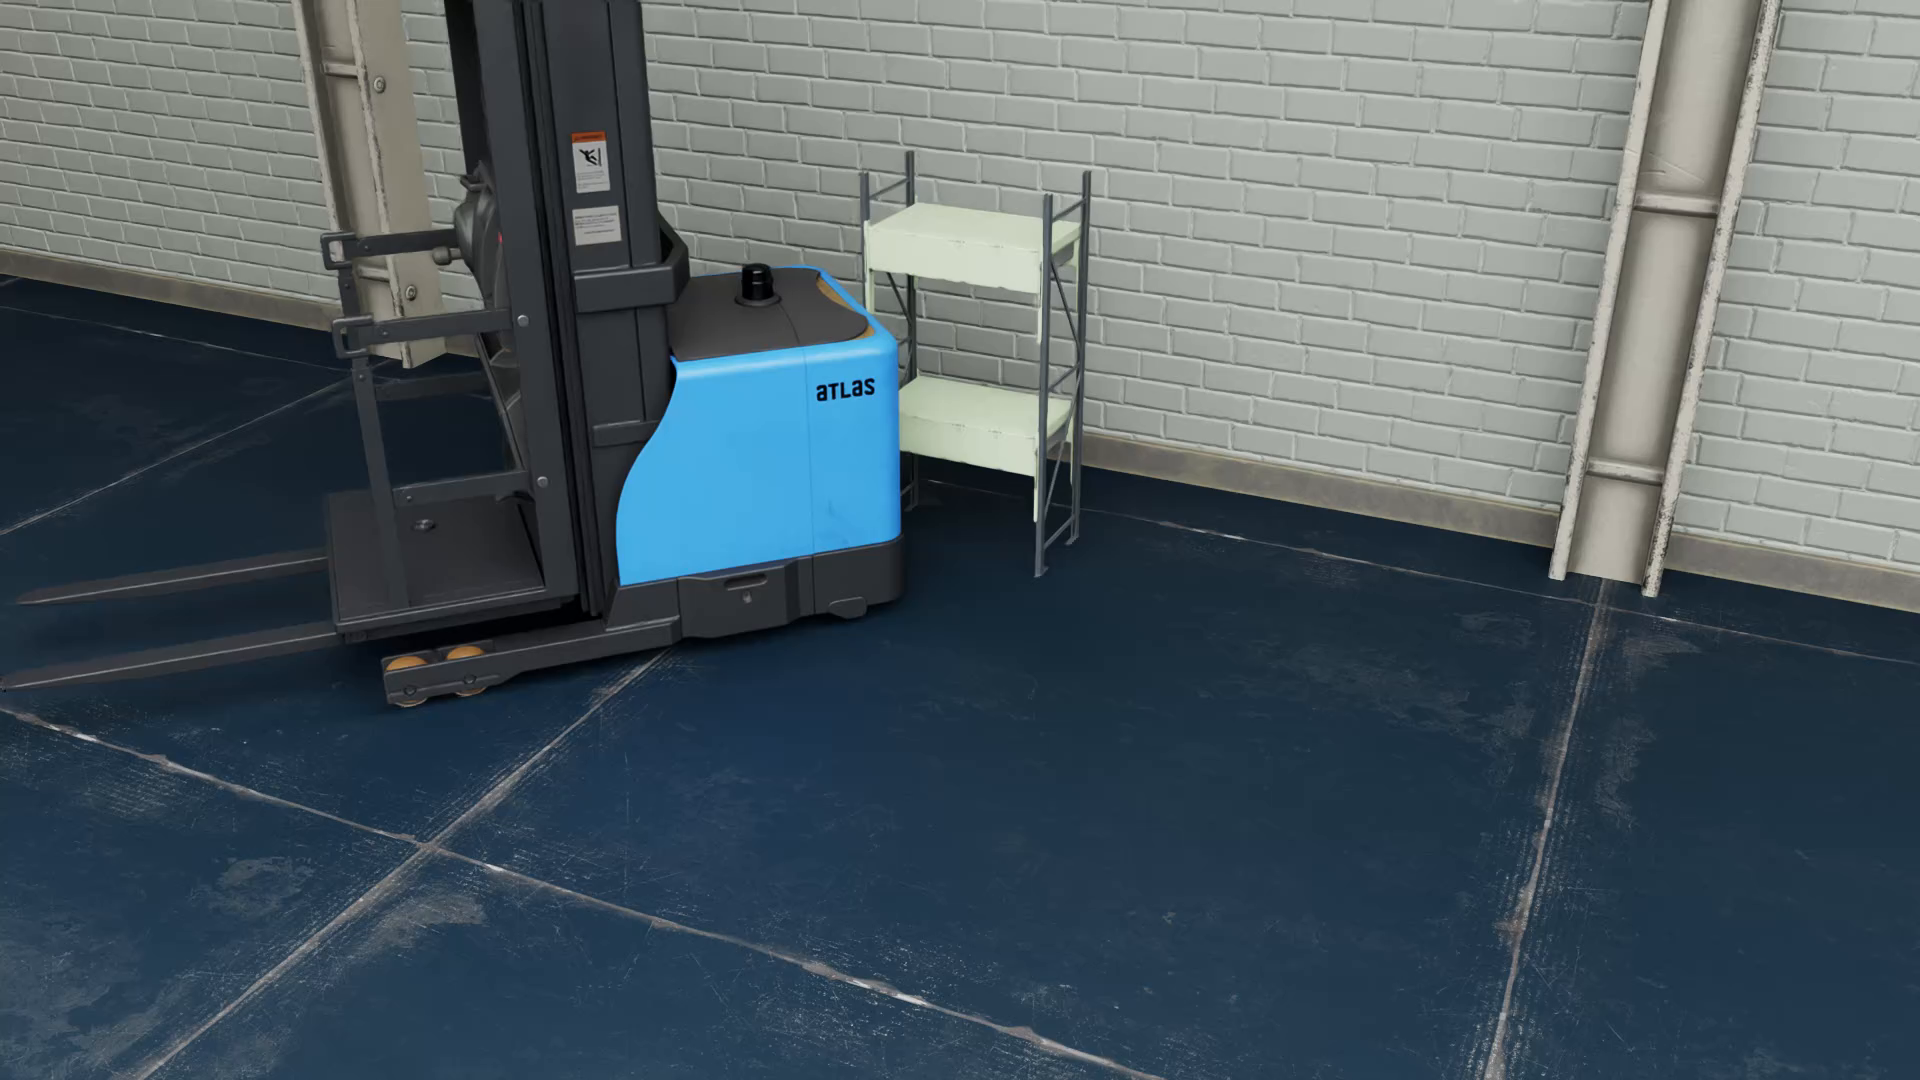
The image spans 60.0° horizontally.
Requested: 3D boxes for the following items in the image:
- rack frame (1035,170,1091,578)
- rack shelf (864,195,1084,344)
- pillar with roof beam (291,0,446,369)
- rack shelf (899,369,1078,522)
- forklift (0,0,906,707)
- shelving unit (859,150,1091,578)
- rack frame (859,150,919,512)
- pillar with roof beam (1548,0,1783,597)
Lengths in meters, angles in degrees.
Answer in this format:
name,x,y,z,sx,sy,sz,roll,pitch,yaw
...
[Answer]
name,x,y,z,sx,sy,sz,roll,pitch,yaw
rack frame,0.387,-0.607,6.285,0.023,1.500,0.400,12,29,23
rack shelf,0.058,-1.027,6.255,0.720,0.370,0.431,12,29,23
pillar with roof beam,-4.717,-3.283,3.230,0.400,9.000,9.100,11,28,22
rack shelf,0.058,-0.385,6.571,0.720,0.370,0.431,12,29,23
forklift,-1.773,-1.017,5.497,3.031,2.935,1.130,-10,28,-19
shelving unit,0.058,-0.677,6.427,0.755,1.500,0.431,12,29,23
rack frame,-0.272,-0.747,6.570,0.023,1.500,0.400,12,29,23
pillar with roof beam,0.745,-2.186,1.001,0.400,9.000,9.100,11,28,22
